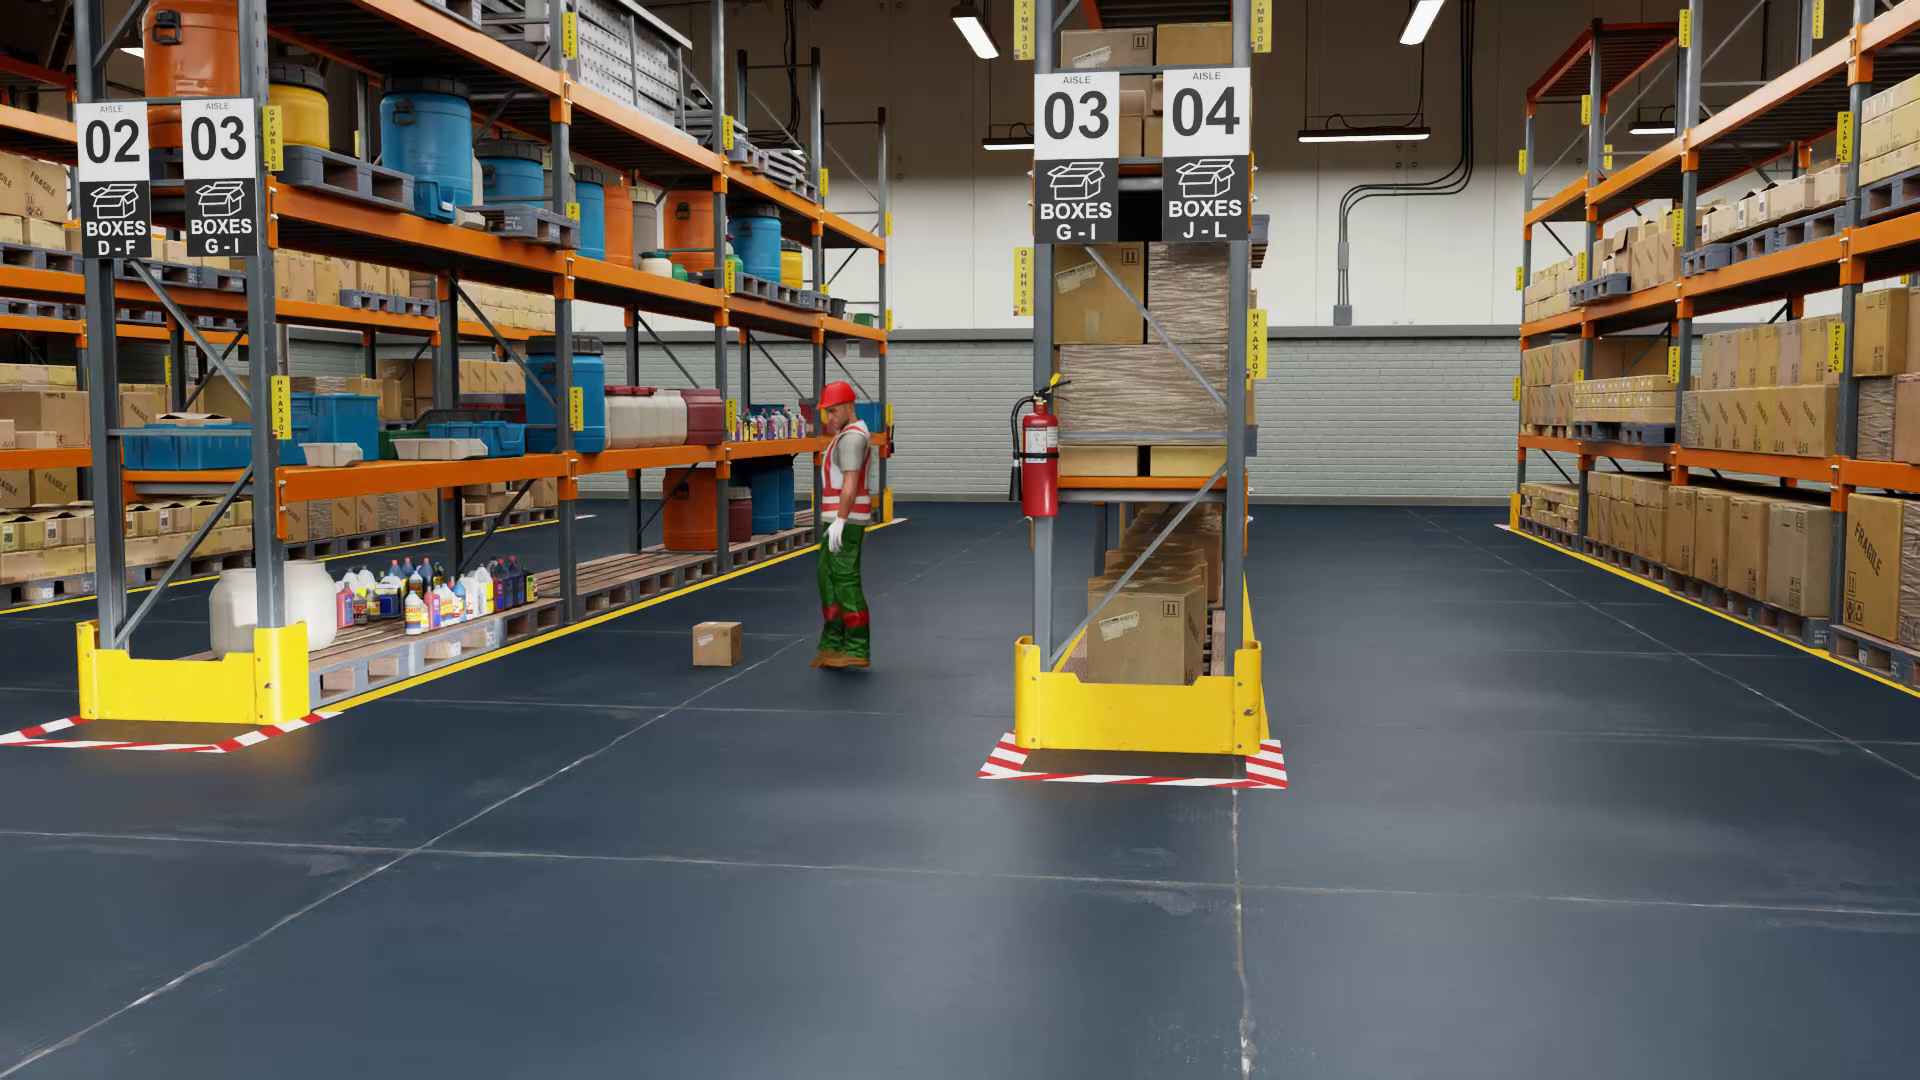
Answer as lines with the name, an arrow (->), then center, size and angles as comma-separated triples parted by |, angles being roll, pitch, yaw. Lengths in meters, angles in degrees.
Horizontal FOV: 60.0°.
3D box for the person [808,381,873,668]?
person -> -0.773, -0.056, 10.392 | 0.449, 1.864, 0.592 | 0, 4, 0
